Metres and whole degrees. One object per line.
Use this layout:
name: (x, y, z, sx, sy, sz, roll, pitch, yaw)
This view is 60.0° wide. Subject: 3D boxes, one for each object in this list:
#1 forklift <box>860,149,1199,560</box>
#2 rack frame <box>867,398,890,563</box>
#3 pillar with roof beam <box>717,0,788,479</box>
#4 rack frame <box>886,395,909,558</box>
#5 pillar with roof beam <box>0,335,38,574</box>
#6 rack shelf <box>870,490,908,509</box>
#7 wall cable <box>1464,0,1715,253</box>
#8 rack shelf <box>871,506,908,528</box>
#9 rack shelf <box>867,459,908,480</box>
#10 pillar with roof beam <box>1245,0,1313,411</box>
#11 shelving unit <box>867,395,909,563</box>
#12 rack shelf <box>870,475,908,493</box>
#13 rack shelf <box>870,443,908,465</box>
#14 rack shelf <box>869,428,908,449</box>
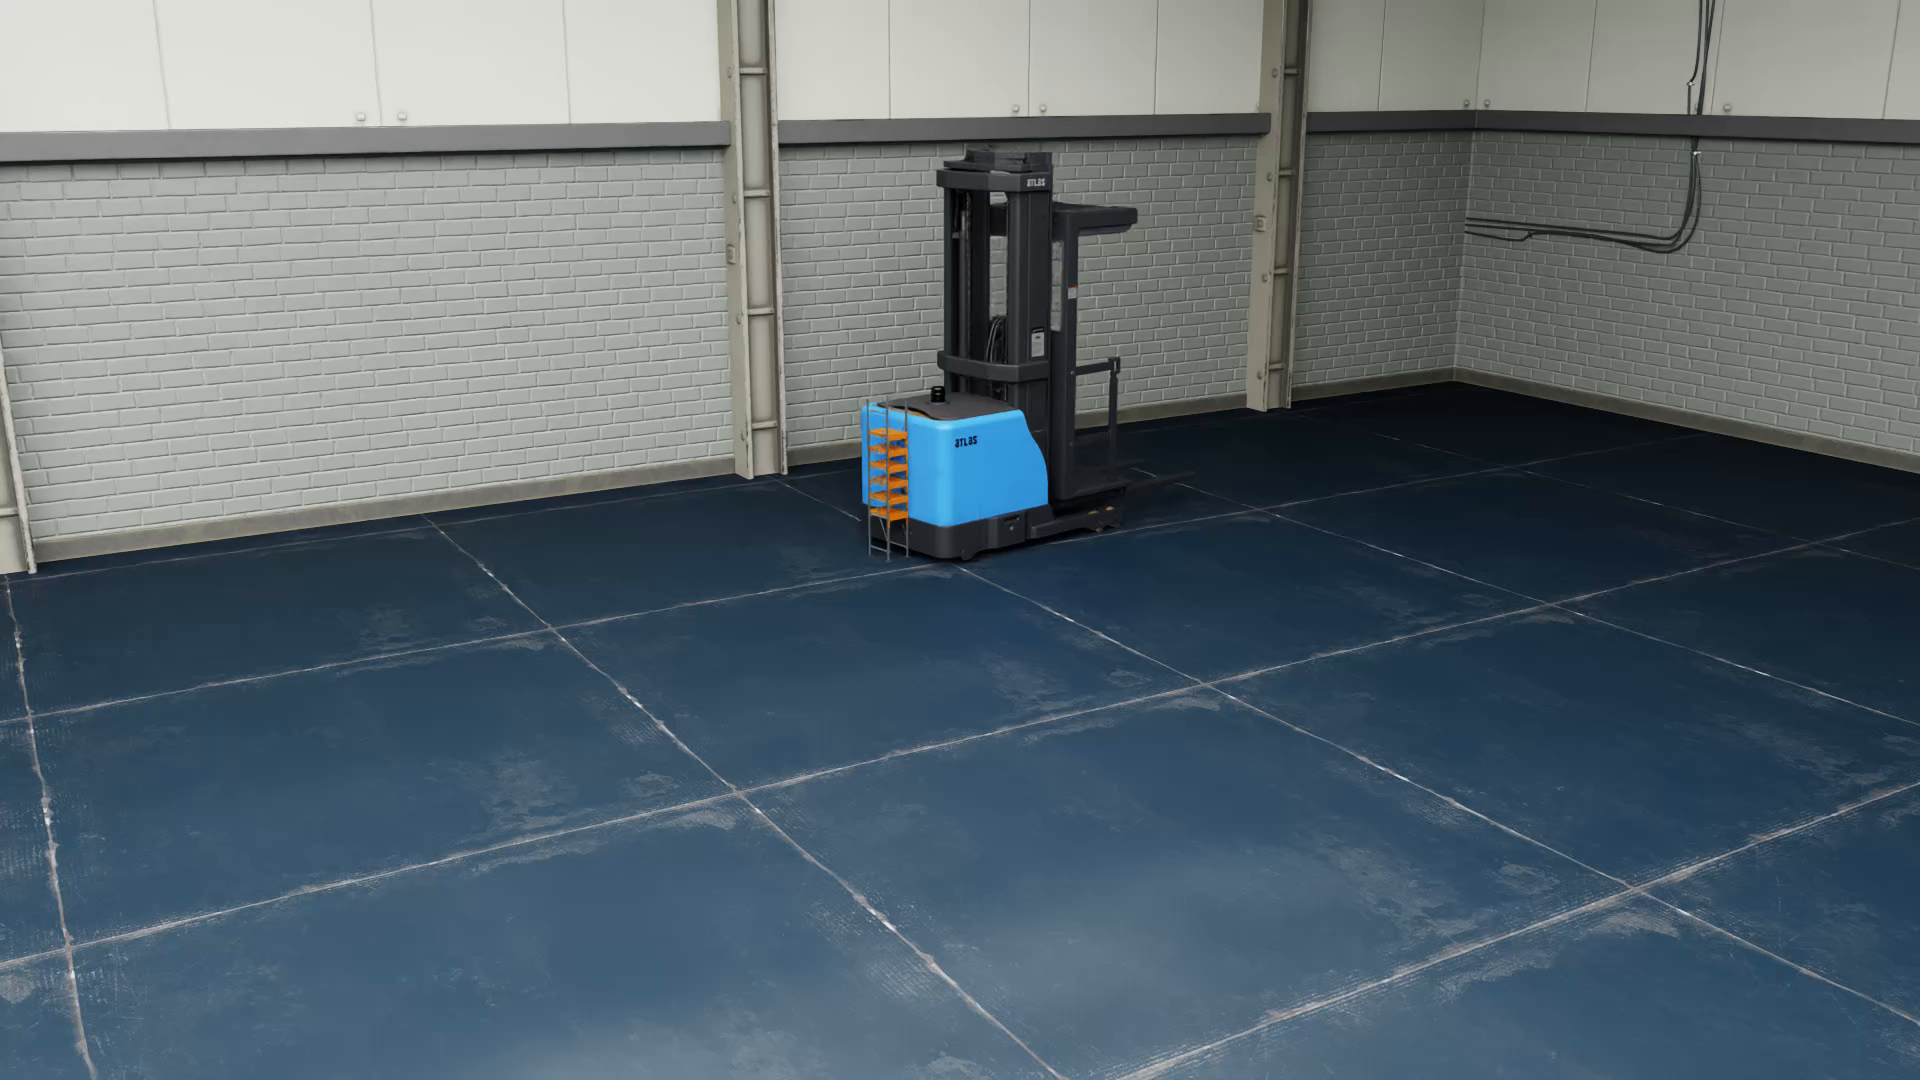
forklift: (0.675, -1.571, 13.083, 3.031, 2.935, 1.130, -13, 20, -39)
rack frame: (-0.602, -0.433, 12.231, 0.006, 1.200, 0.240, -13, 20, -39)
pillar with roof beam: (0.414, -3.943, 10.305, 0.400, 9.000, 9.100, -9, 18, -30)
rack frame: (-0.465, -0.465, 12.347, 0.006, 1.200, 0.240, -13, 20, -39)
pillar with roof beam: (-4.729, -3.109, 7.330, 0.400, 9.000, 9.100, -9, 18, -30)
rack shelf: (-0.533, -0.291, 12.333, 0.180, 0.103, 0.258, -13, 20, -39)
wall cable: (6.547, -4.382, 17.623, 0.112, 2.526, 3.097, -9, 18, -30)
rack shelf: (-0.533, -0.175, 12.366, 0.180, 0.103, 0.258, -13, 20, -39)
rack shelf: (-0.533, -0.522, 12.269, 0.180, 0.103, 0.258, -13, 20, -39)
pillar with roof beam: (5.558, -4.777, 13.281, 0.400, 9.000, 9.100, -9, 18, -30)
shelving unit: (-0.533, -0.449, 12.289, 0.189, 1.200, 0.258, -13, 20, -39)
rack shelf: (-0.533, -0.406, 12.301, 0.180, 0.103, 0.258, -13, 20, -39)
rack shelf: (-0.533, -0.637, 12.236, 0.180, 0.103, 0.258, -13, 20, -39)
rack shelf: (-0.533, -0.753, 12.204, 0.180, 0.103, 0.258, -13, 20, -39)
